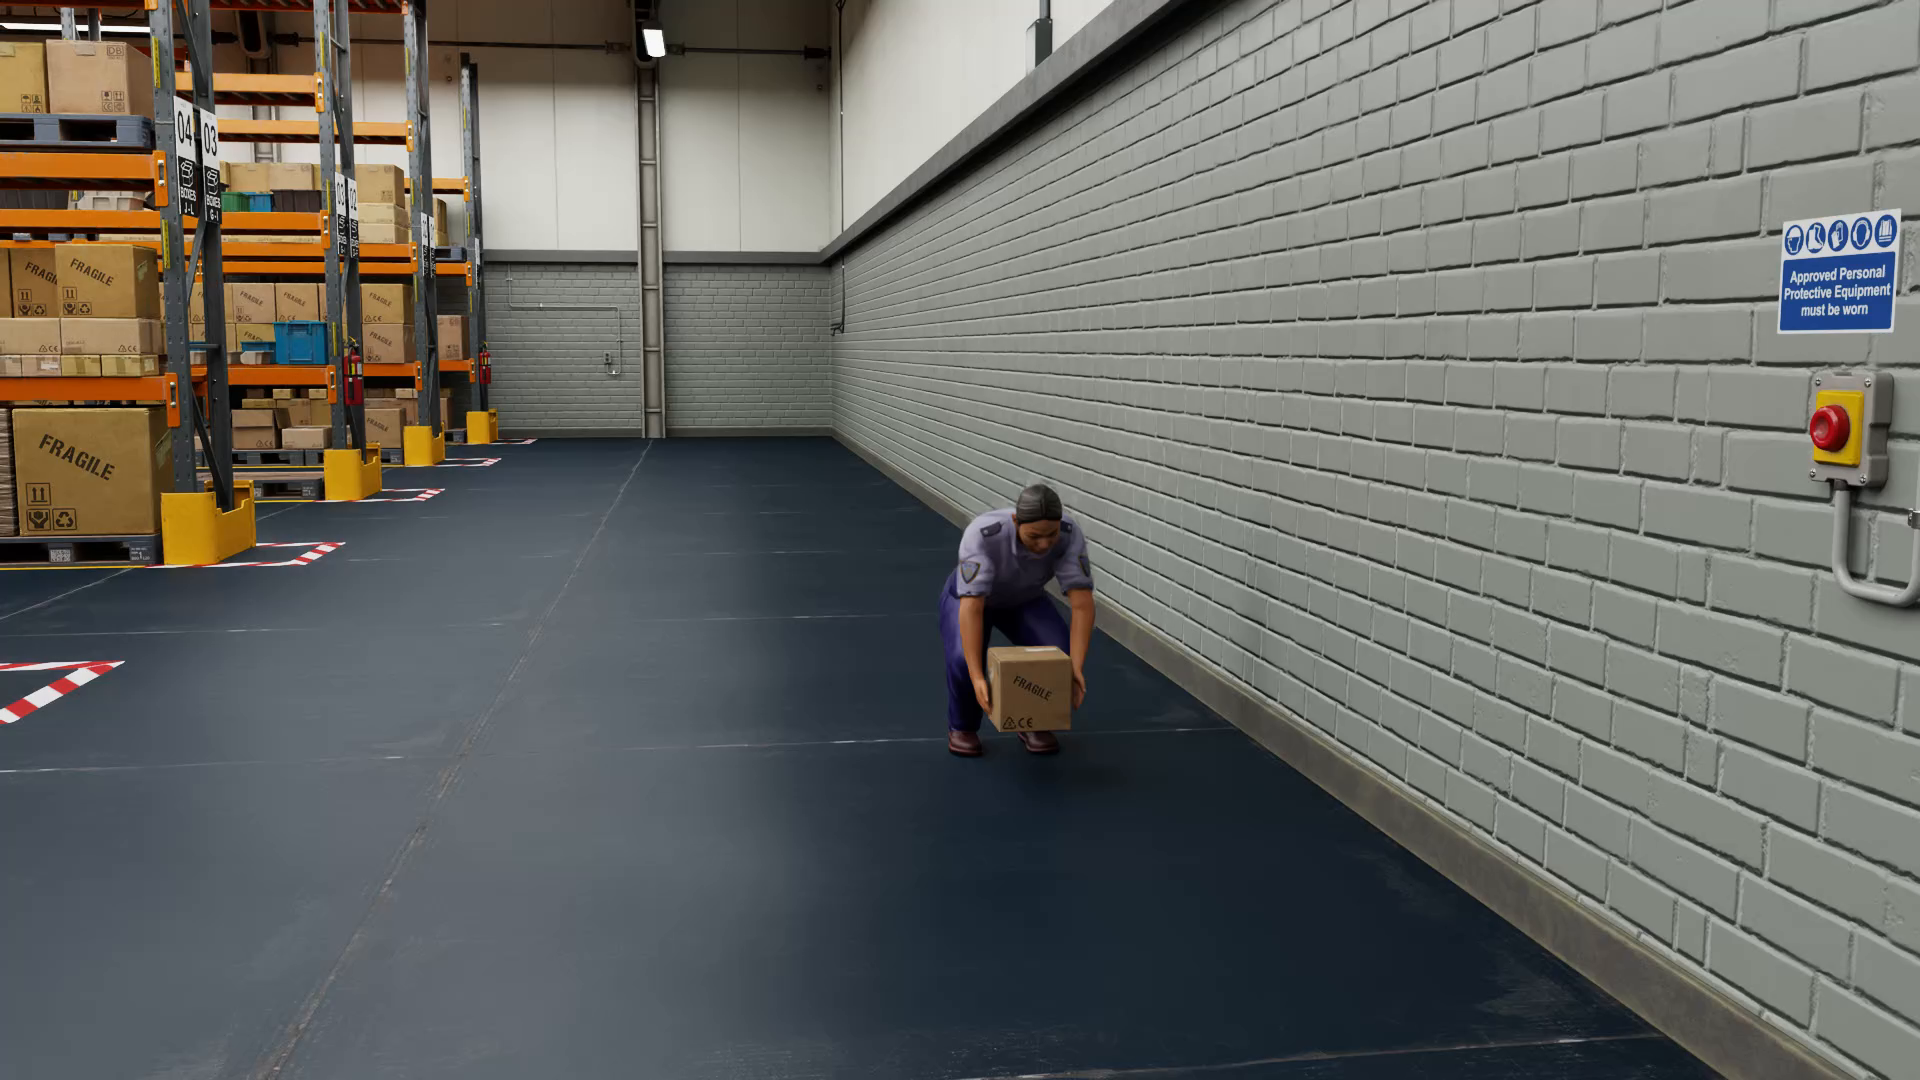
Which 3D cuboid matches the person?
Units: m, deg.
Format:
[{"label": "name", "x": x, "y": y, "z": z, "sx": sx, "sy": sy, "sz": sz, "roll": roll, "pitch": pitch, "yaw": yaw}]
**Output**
[{"label": "person", "x": 0.196, "y": 0.286, "z": 6.143, "sx": 0.531, "sy": 1.033, "sz": 0.795, "roll": -1, "pitch": 7, "yaw": -9}]
